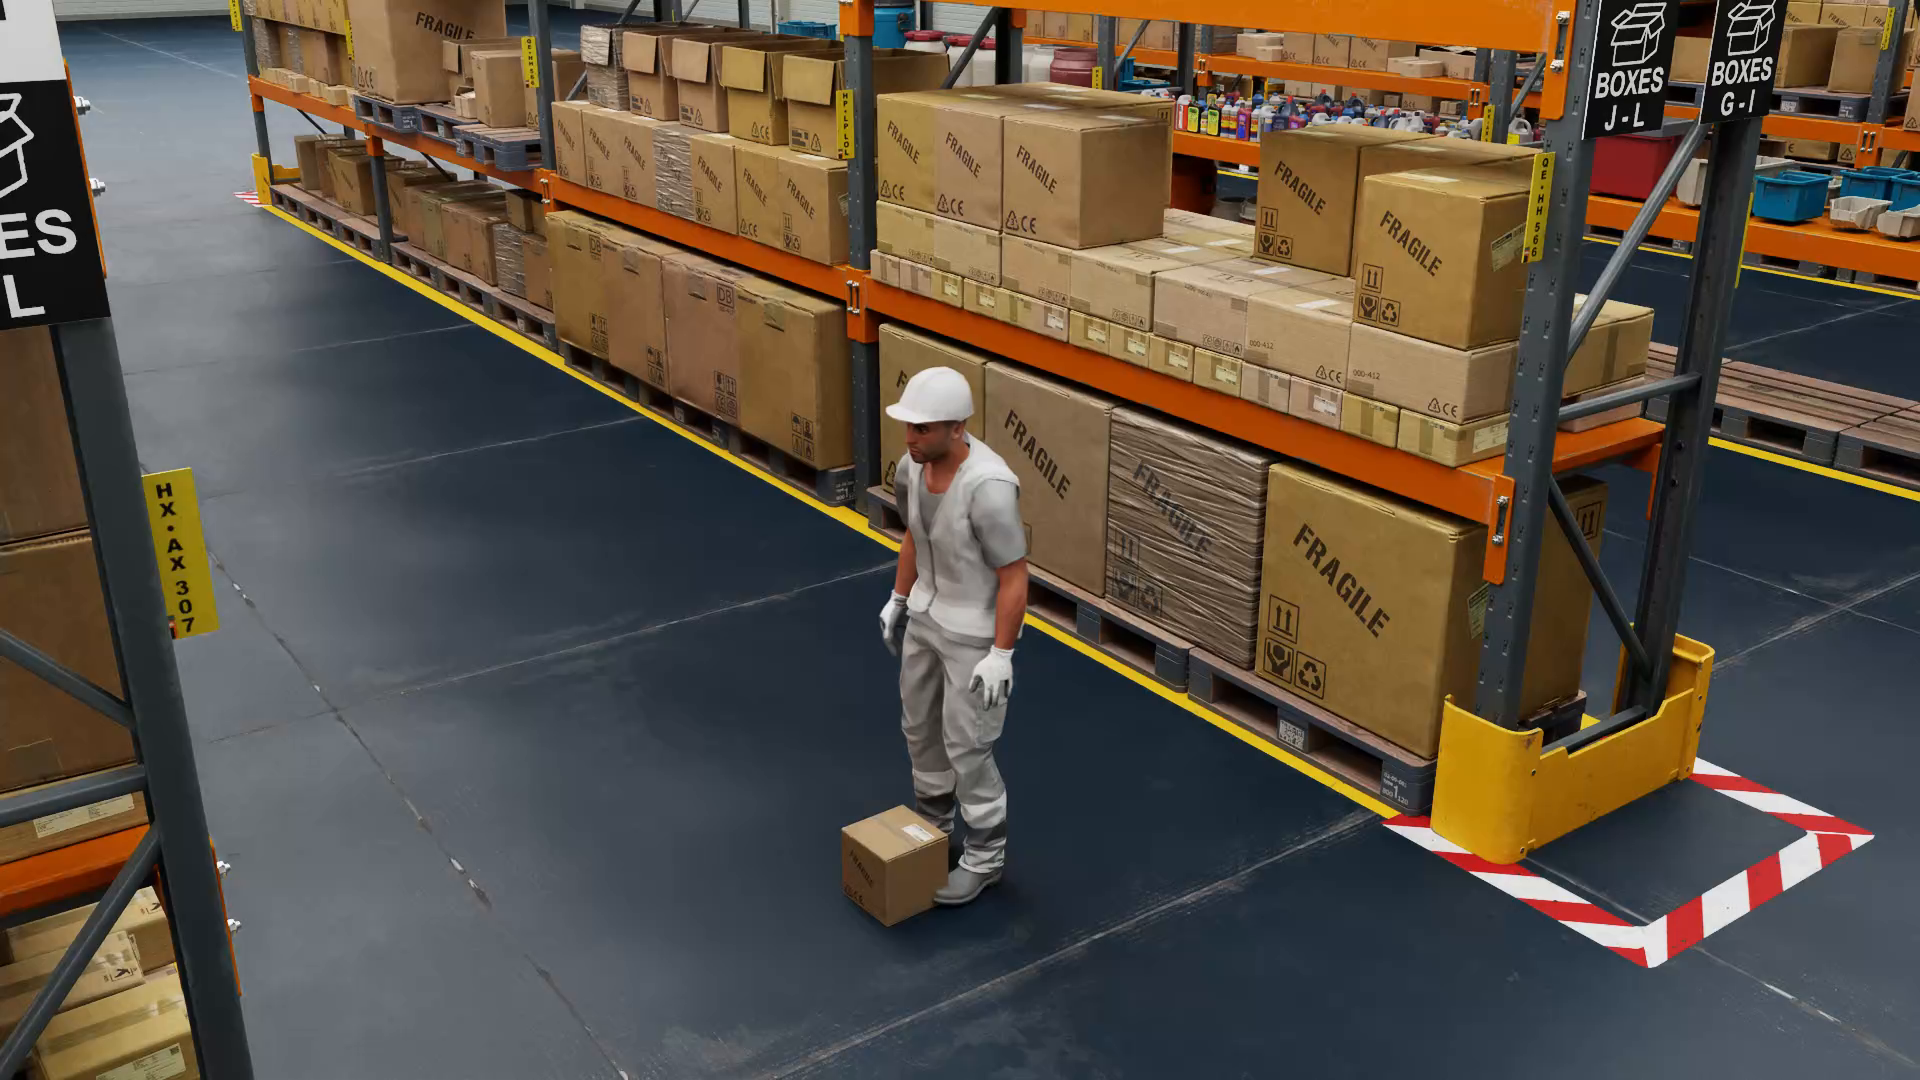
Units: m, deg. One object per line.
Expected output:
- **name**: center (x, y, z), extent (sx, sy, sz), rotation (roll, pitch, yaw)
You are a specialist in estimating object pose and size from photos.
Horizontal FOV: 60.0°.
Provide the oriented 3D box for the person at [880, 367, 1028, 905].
- **person**: center (-0.034, 0.302, 5.285), extent (0.454, 1.776, 0.620), rotation (-15, 26, -34)
